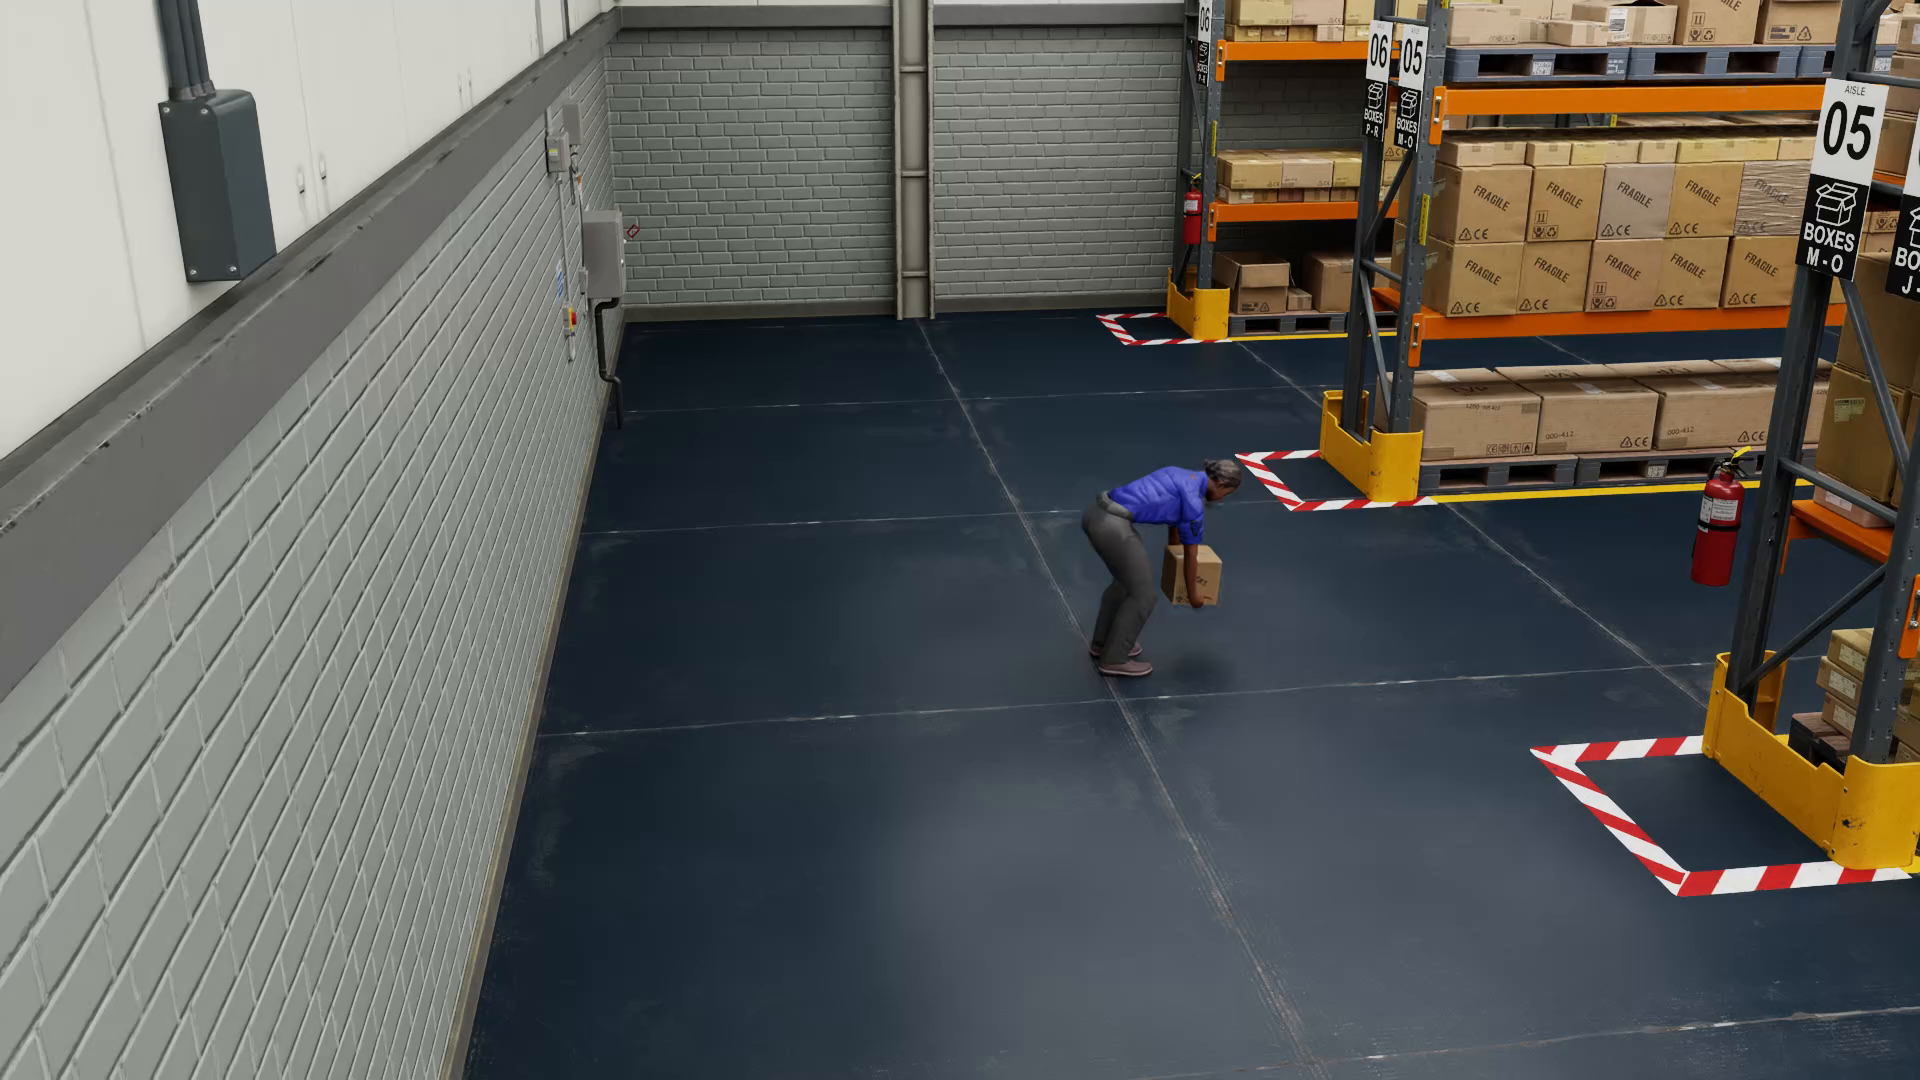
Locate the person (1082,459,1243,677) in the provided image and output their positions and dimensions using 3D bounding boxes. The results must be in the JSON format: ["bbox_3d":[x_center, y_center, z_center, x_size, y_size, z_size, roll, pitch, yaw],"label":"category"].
[{"bbox_3d":[1.085,0.130,8.968,0.858,1.155,0.418,-3,20,-9],"label":"person"}]
